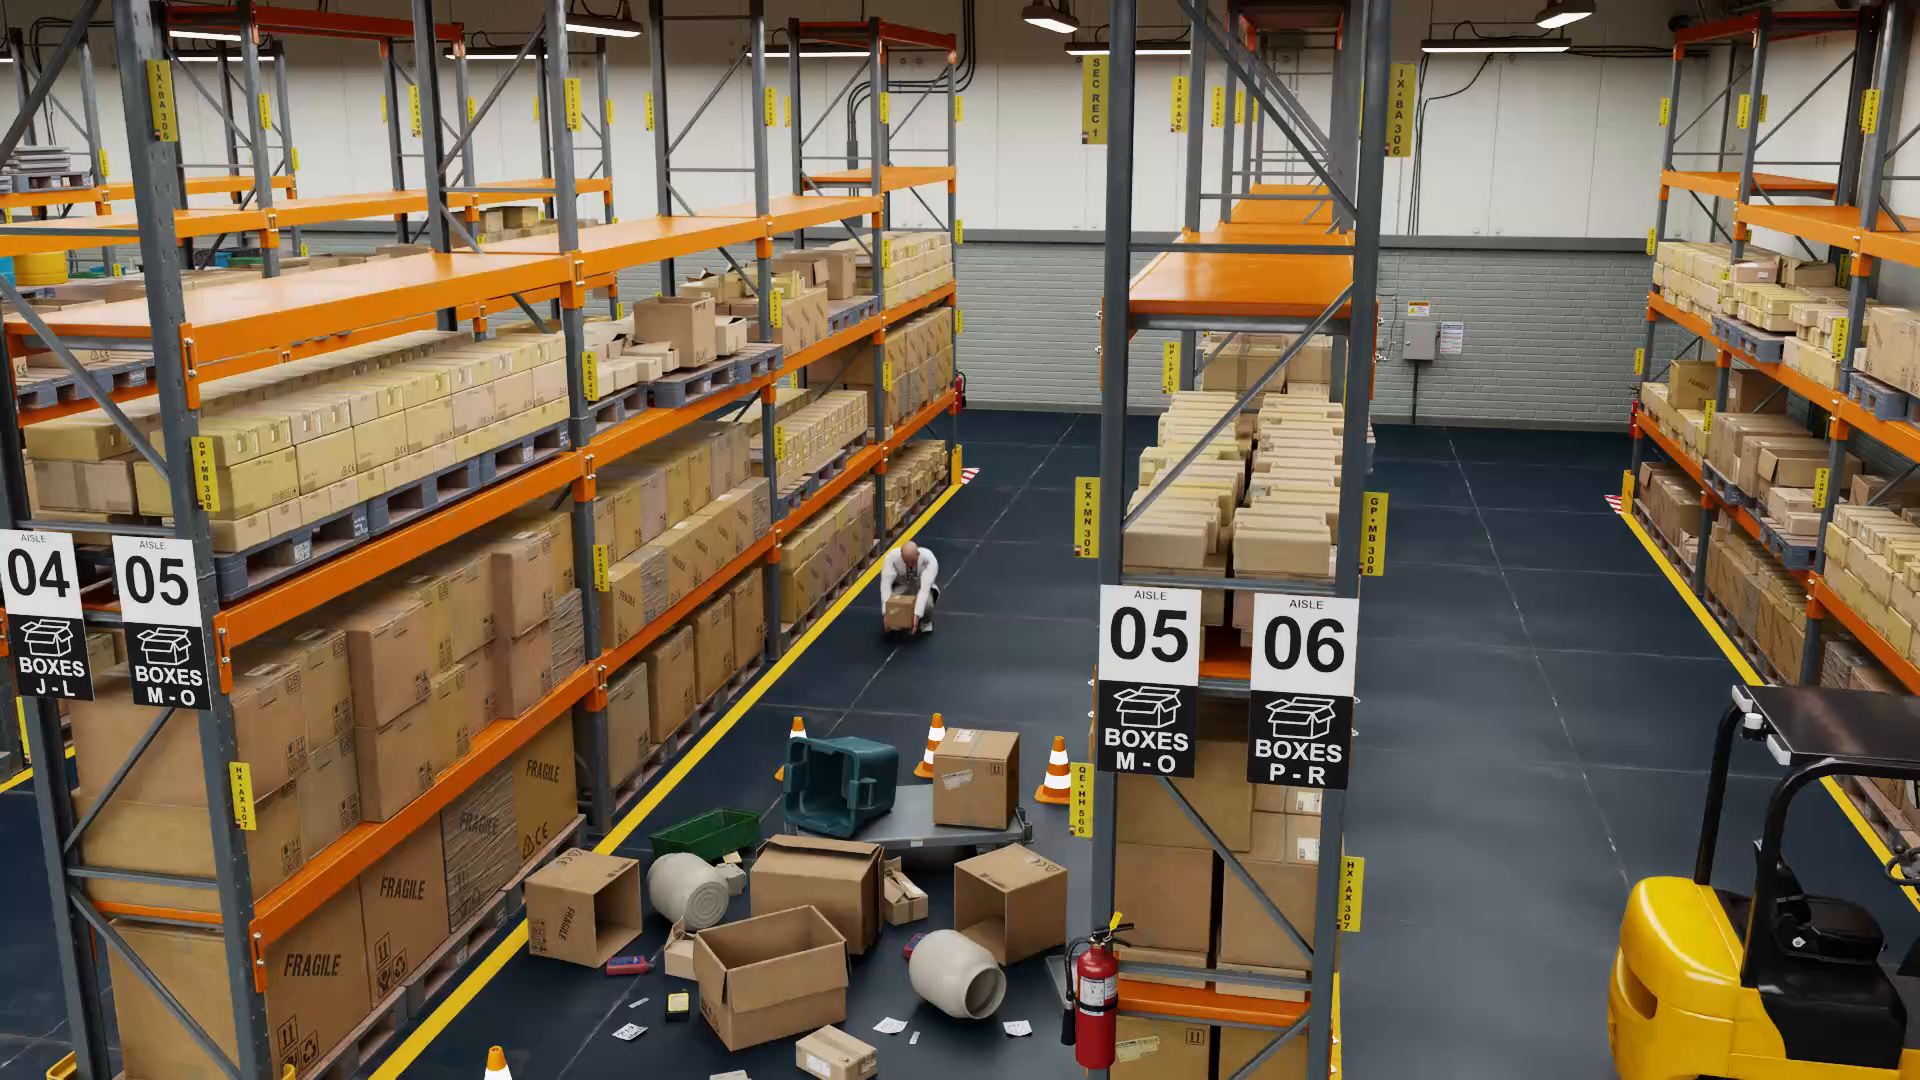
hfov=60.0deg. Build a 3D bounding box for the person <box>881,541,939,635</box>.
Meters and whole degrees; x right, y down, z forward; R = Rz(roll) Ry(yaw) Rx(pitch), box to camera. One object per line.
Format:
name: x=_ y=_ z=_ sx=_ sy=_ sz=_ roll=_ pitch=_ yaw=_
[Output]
person: x=-0.499 y=0.447 z=16.385 sx=0.590 sy=0.982 sz=0.917 roll=3 pitch=15 yaw=11
